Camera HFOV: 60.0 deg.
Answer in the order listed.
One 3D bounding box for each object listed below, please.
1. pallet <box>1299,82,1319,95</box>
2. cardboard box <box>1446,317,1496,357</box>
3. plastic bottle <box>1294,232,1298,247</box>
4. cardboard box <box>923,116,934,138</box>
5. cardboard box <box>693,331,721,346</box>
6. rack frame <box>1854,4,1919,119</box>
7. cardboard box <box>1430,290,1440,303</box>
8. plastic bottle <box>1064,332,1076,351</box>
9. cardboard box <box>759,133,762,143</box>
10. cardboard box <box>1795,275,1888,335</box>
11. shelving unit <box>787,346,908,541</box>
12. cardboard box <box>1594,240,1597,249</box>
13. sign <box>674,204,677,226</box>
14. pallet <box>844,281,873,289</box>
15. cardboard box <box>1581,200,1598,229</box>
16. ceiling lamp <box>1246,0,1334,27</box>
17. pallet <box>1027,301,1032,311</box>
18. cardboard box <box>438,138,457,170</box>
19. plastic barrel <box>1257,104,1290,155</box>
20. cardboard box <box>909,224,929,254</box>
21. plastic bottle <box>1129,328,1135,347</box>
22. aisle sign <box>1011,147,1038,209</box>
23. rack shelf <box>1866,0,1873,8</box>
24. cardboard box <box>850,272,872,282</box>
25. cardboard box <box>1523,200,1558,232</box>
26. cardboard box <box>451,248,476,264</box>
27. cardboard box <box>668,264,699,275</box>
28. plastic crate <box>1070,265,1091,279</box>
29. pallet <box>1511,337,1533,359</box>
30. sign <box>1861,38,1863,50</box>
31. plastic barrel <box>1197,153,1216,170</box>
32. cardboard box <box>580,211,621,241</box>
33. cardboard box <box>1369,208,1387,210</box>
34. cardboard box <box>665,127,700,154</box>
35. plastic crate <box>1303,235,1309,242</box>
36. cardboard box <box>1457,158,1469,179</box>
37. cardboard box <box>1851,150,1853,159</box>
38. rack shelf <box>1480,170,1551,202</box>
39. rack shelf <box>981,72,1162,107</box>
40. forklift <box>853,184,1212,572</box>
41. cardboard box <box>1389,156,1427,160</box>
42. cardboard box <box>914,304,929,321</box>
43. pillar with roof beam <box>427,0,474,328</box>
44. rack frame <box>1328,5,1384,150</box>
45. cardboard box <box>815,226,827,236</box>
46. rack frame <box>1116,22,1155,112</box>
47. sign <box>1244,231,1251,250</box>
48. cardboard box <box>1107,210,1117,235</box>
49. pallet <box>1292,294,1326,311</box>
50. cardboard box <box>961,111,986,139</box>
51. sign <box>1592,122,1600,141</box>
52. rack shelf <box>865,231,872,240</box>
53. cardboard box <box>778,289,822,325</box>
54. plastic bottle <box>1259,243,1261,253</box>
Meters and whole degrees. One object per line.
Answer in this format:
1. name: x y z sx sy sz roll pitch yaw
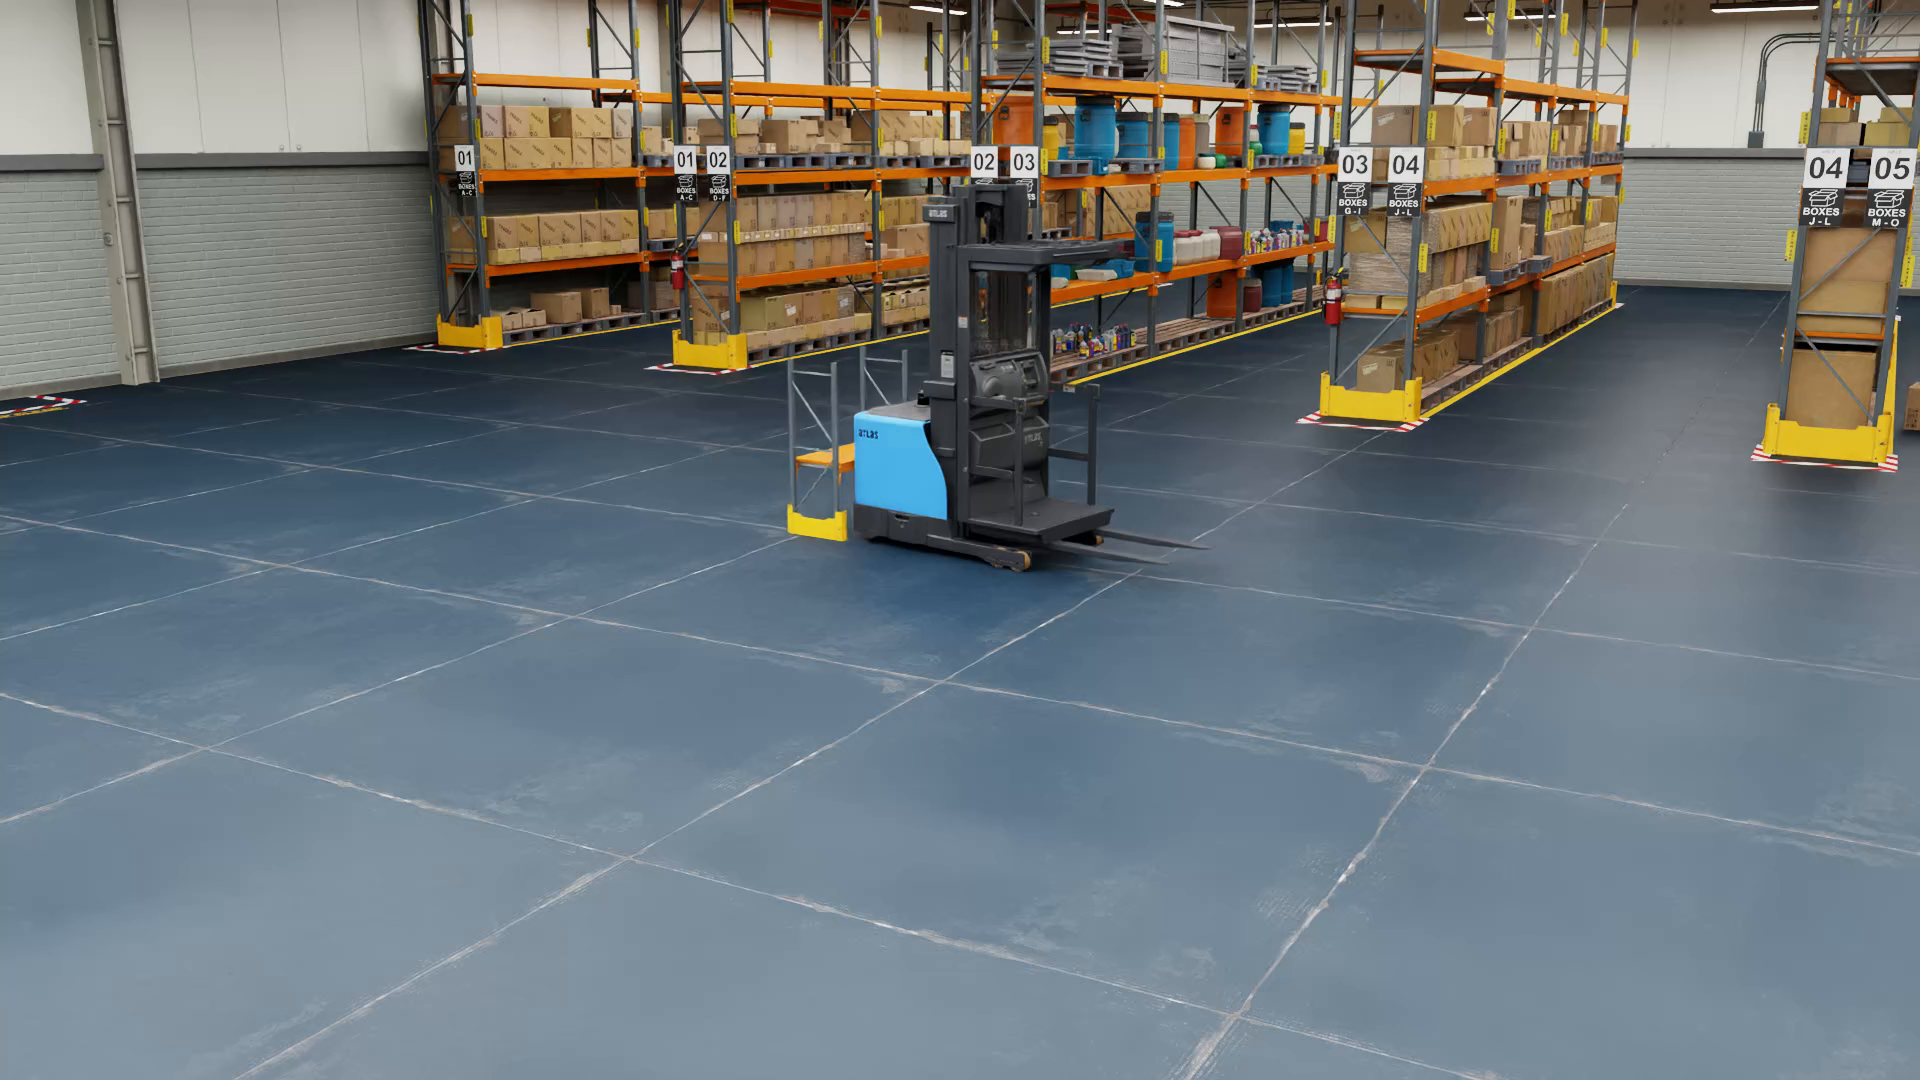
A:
1. pallet: 6.042 -8.427 31.044 1.003 0.211 1.213 7 15 28
2. cardboard box: 7.446 -2.986 24.412 0.700 0.500 0.500 7 15 28
3. plastic bottle: 6.331 -5.717 31.613 0.152 0.276 0.135 7 15 28
4. cardboard box: -0.935 -9.525 38.354 0.500 0.500 0.500 7 15 26
5. cardboard box: -3.720 -3.081 25.384 0.500 0.250 0.500 7 15 28
6. rack frame: 16.977 -8.563 30.353 1.000 3.000 0.127 7 15 28
7. cardboard box: 5.798 -3.059 20.858 0.380 0.149 0.250 7 15 28
8. plastic bottle: 1.639 -2.962 24.794 0.152 0.276 0.135 7 15 28
9. cardboard box: -3.126 -6.137 25.686 0.500 0.311 0.500 10 17 35
10. cardboard box: 9.382 -2.518 17.760 0.875 0.550 0.550 7 15 28
11. shelving unit: -0.945 -0.860 14.401 0.587 1.500 1.083 9 16 32
12. cardboard box: 11.688 -5.524 31.084 0.380 0.149 0.250 7 15 27
13. sign: -4.189 -4.812 24.619 0.100 0.325 0.005 7 15 28
14. pallet: -2.565 -5.570 36.687 1.003 0.211 1.213 7 15 28
15. cardboard box: 11.451 -6.015 30.667 0.500 0.500 0.500 7 15 28
16. ceiling lamp: 7.500 -13.373 37.850 2.000 3.185 0.800 7 15 28
17. pallet: 1.132 -4.754 33.302 1.003 0.211 1.213 7 15 28
18. cardboard box: -8.078 -6.261 26.949 0.500 0.500 0.500 9 16 32
19. plastic barrel: 5.724 -7.509 30.413 0.600 0.901 0.708 7 15 28
20. cardboard box: -0.650 -5.414 29.876 0.500 0.500 0.500 6 15 25
21. plastic bottle: 2.604 -3.086 25.291 0.061 0.283 0.133 8 16 31
22. aisle sign: 0.836 -4.724 21.681 0.394 0.787 0.004 7 15 28
23. rack shelf: 16.011 -9.419 28.346 1.077 0.370 4.000 7 15 28
24. cardboard box: -2.458 -6.104 36.641 0.750 0.750 0.750 8 15 29
25. cardboard box: 9.502 -5.406 27.704 0.797 0.503 0.637 8 16 29
26. cardboard box: -8.002 -4.685 27.345 0.500 0.250 0.500 8 16 29
27. cardboard box: -5.325 -5.165 31.853 0.500 0.250 0.500 7 15 26
28. plastic crate: 1.644 -3.979 24.591 0.450 0.188 0.662 7 15 28
29. pallet: 8.438 -3.072 26.328 1.003 0.211 1.213 7 15 28
30. sign: 16.503 -9.117 30.489 0.100 0.325 0.005 7 15 28
31. plastic barrel: 4.071 -6.253 27.465 0.301 0.262 0.301 0 14 0
32. cardboard box: -6.319 -5.517 29.197 0.500 0.500 0.500 7 15 28
33. cardboard box: 5.236 -3.870 20.706 0.500 0.500 0.500 7 15 28
34. cardboard box: -5.194 -7.518 31.309 0.500 0.500 0.500 7 15 26
35. plastic crate: 6.765 -5.950 32.750 0.396 0.136 0.243 7 15 28
36. cardboard box: 6.143 -4.717 21.118 0.500 0.250 0.500 8 16 30
37. cardboard box: 10.458 -4.633 19.878 0.380 0.149 0.250 7 15 28
38. rack shelf: 7.850 -5.286 24.696 1.077 0.370 4.000 7 15 28
39. rack shelf: 1.581 -6.291 23.315 1.077 0.370 4.000 7 15 28
40. forklift: 0.563 -1.313 13.227 3.031 2.935 1.130 11 17 38
41. cardboard box: 5.285 -4.556 19.602 0.380 0.149 0.250 7 15 28
42. cardboard box: -0.879 -4.024 29.296 0.500 0.250 0.500 7 15 26
43. pillar with roof beam: -4.709 -7.301 25.117 9.100 9.000 0.400 7 15 28
44. rack frame: 8.349 -9.707 35.098 1.000 3.000 0.127 7 15 28
45. cardboard box: -2.346 -4.914 26.420 0.380 0.149 0.250 8 16 30
46. rack frame: 4.014 -10.269 37.429 1.000 3.000 0.127 7 15 28
47. sign: 4.966 -5.168 28.721 0.100 0.325 0.005 7 15 28
48. cardboard box: 3.054 -6.862 35.884 0.500 0.500 0.500 7 15 28
49. pallet: 6.737 -4.770 33.368 1.003 0.211 1.213 7 15 28
50. cardboard box: 0.363 -7.793 31.212 0.500 0.500 0.500 7 15 28
51. sign: 11.231 -7.212 29.373 0.100 0.325 0.005 7 15 28
52. rack shelf: -3.224 -6.332 35.435 1.077 0.370 4.000 7 15 28
53. cardboard box: -2.539 -3.694 26.328 0.500 0.500 0.500 7 15 28
54. plastic bottle: 5.342 -5.248 29.825 0.097 0.201 0.097 0 14 0
